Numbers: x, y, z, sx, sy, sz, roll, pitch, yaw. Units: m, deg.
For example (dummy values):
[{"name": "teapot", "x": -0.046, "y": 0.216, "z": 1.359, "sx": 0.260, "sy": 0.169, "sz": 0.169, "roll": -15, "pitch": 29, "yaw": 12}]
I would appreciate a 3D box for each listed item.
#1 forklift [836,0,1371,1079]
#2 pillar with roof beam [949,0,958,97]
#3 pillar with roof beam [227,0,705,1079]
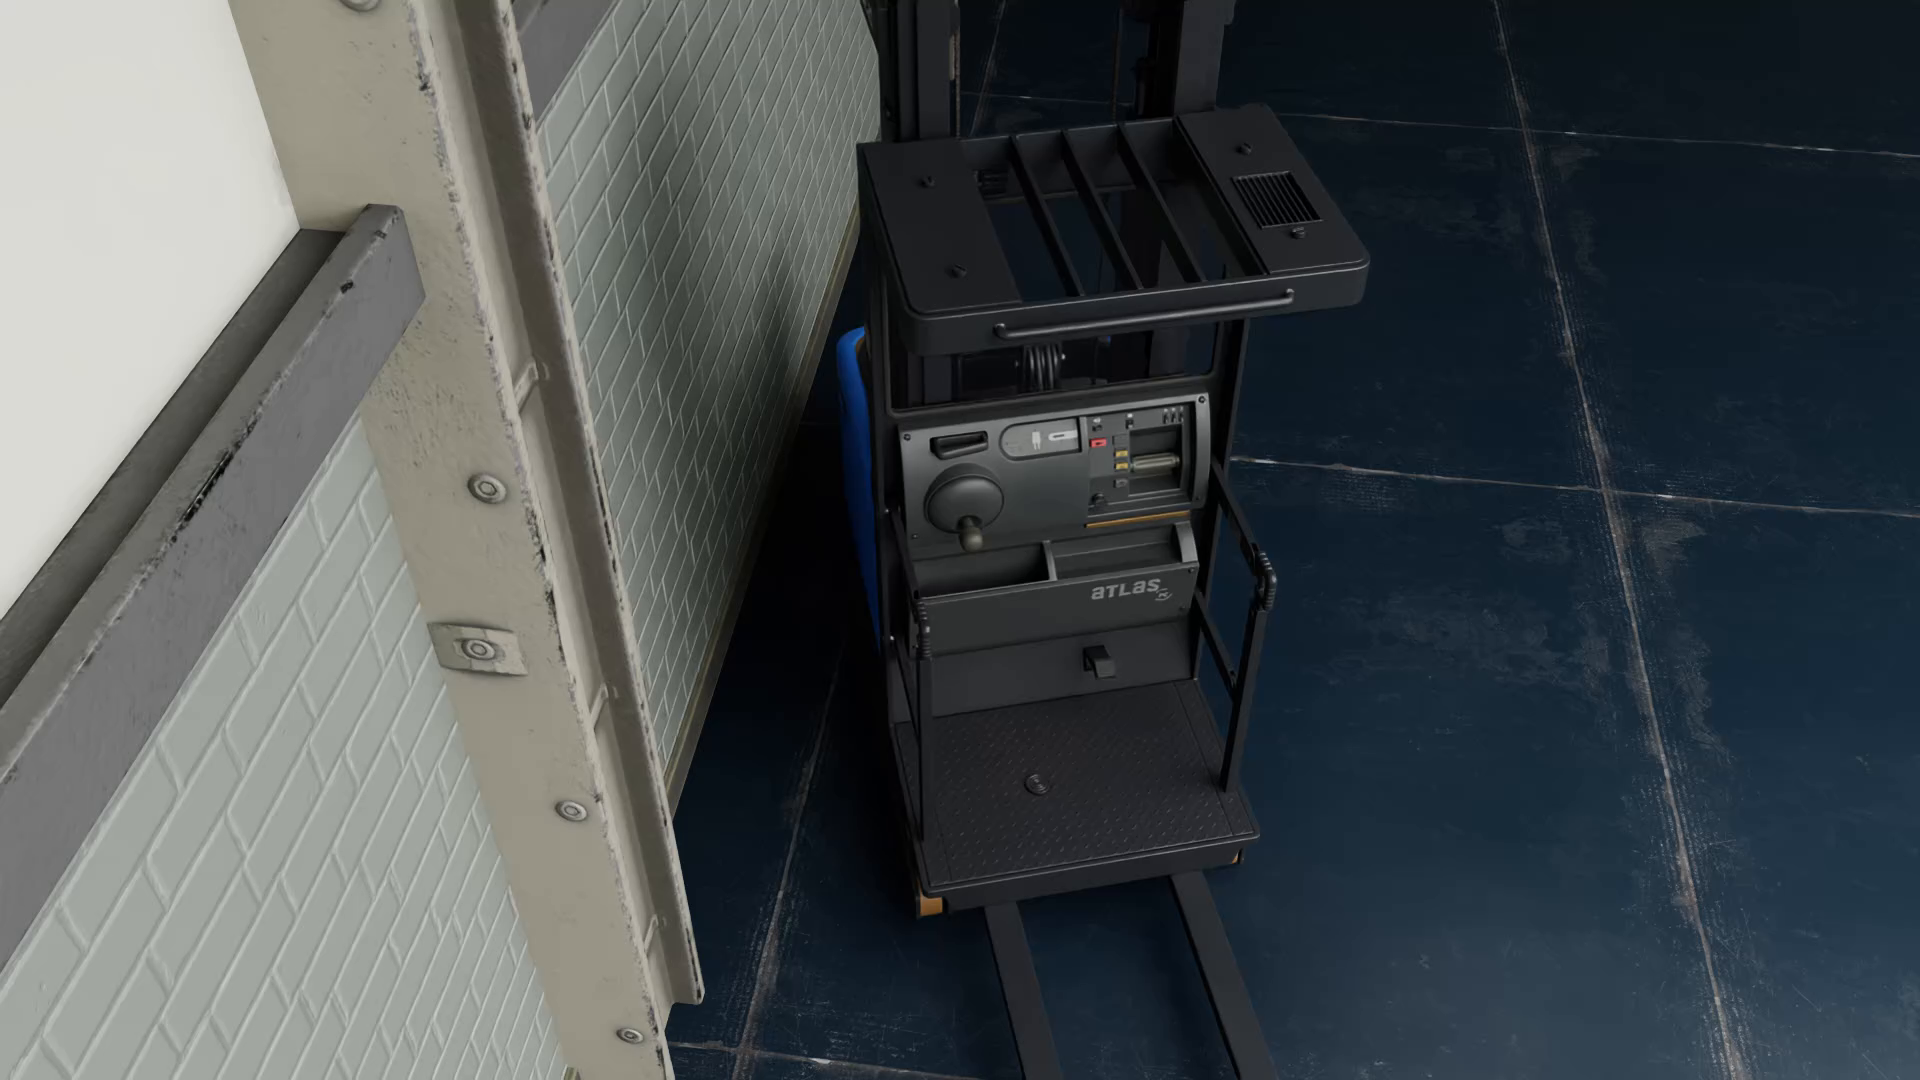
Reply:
[{"name": "forklift", "x": 0.329, "y": -0.119, "z": 4.743, "sx": 1.130, "sy": 2.935, "sz": 3.031, "roll": -8, "pitch": 44, "yaw": -8}, {"name": "pillar with roof beam", "x": 4.077, "y": -5.427, "z": 5.937, "sx": 9.100, "sy": 9.000, "sz": 0.400, "roll": 5, "pitch": 44, "yaw": 6}, {"name": "pillar with roof beam", "x": 3.284, "y": -1.338, "z": 1.618, "sx": 9.100, "sy": 9.000, "sz": 0.400, "roll": 5, "pitch": 44, "yaw": 6}]
